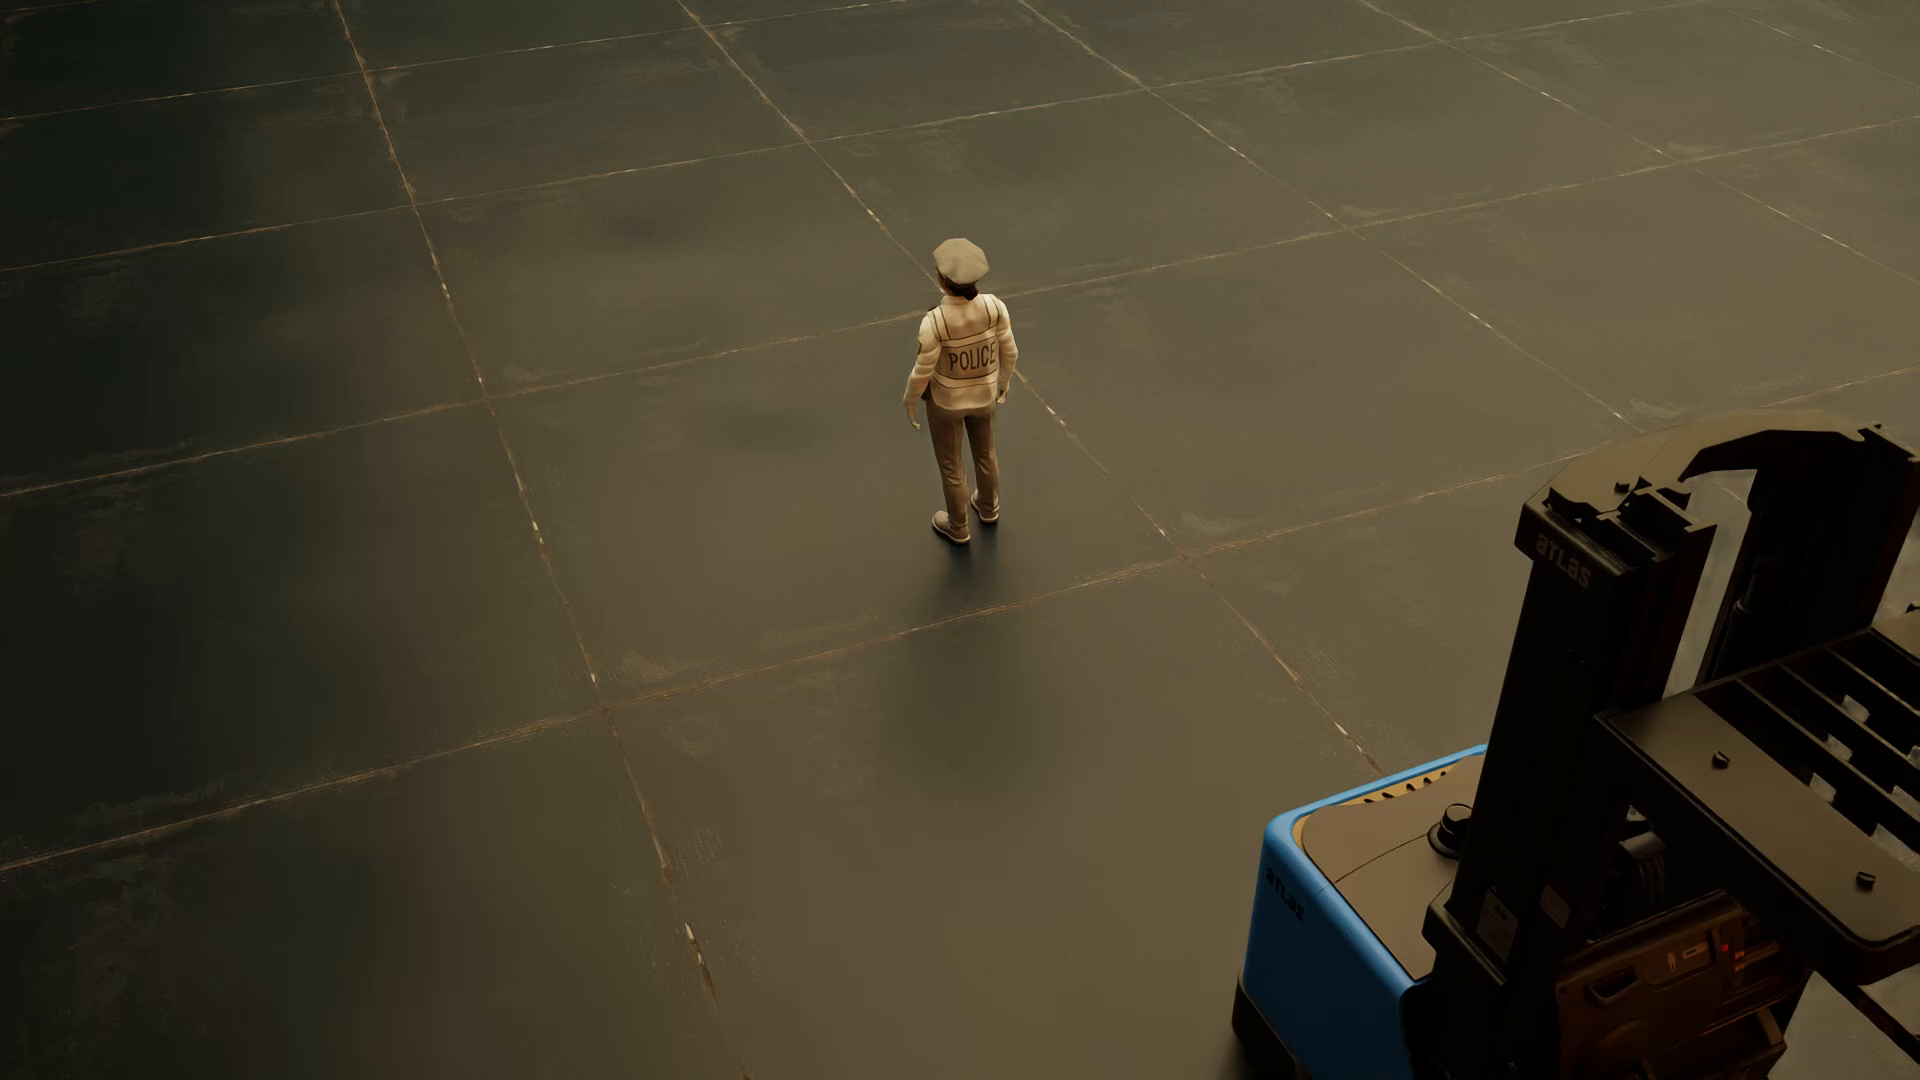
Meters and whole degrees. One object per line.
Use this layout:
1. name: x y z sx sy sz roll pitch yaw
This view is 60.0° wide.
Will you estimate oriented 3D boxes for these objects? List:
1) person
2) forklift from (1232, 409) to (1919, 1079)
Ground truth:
1. person: -0.020 -0.735 8.187 0.586 1.694 0.530 -14 38 -19
2. forklift: 2.055 1.265 4.320 1.130 2.935 3.031 -15 38 -20
